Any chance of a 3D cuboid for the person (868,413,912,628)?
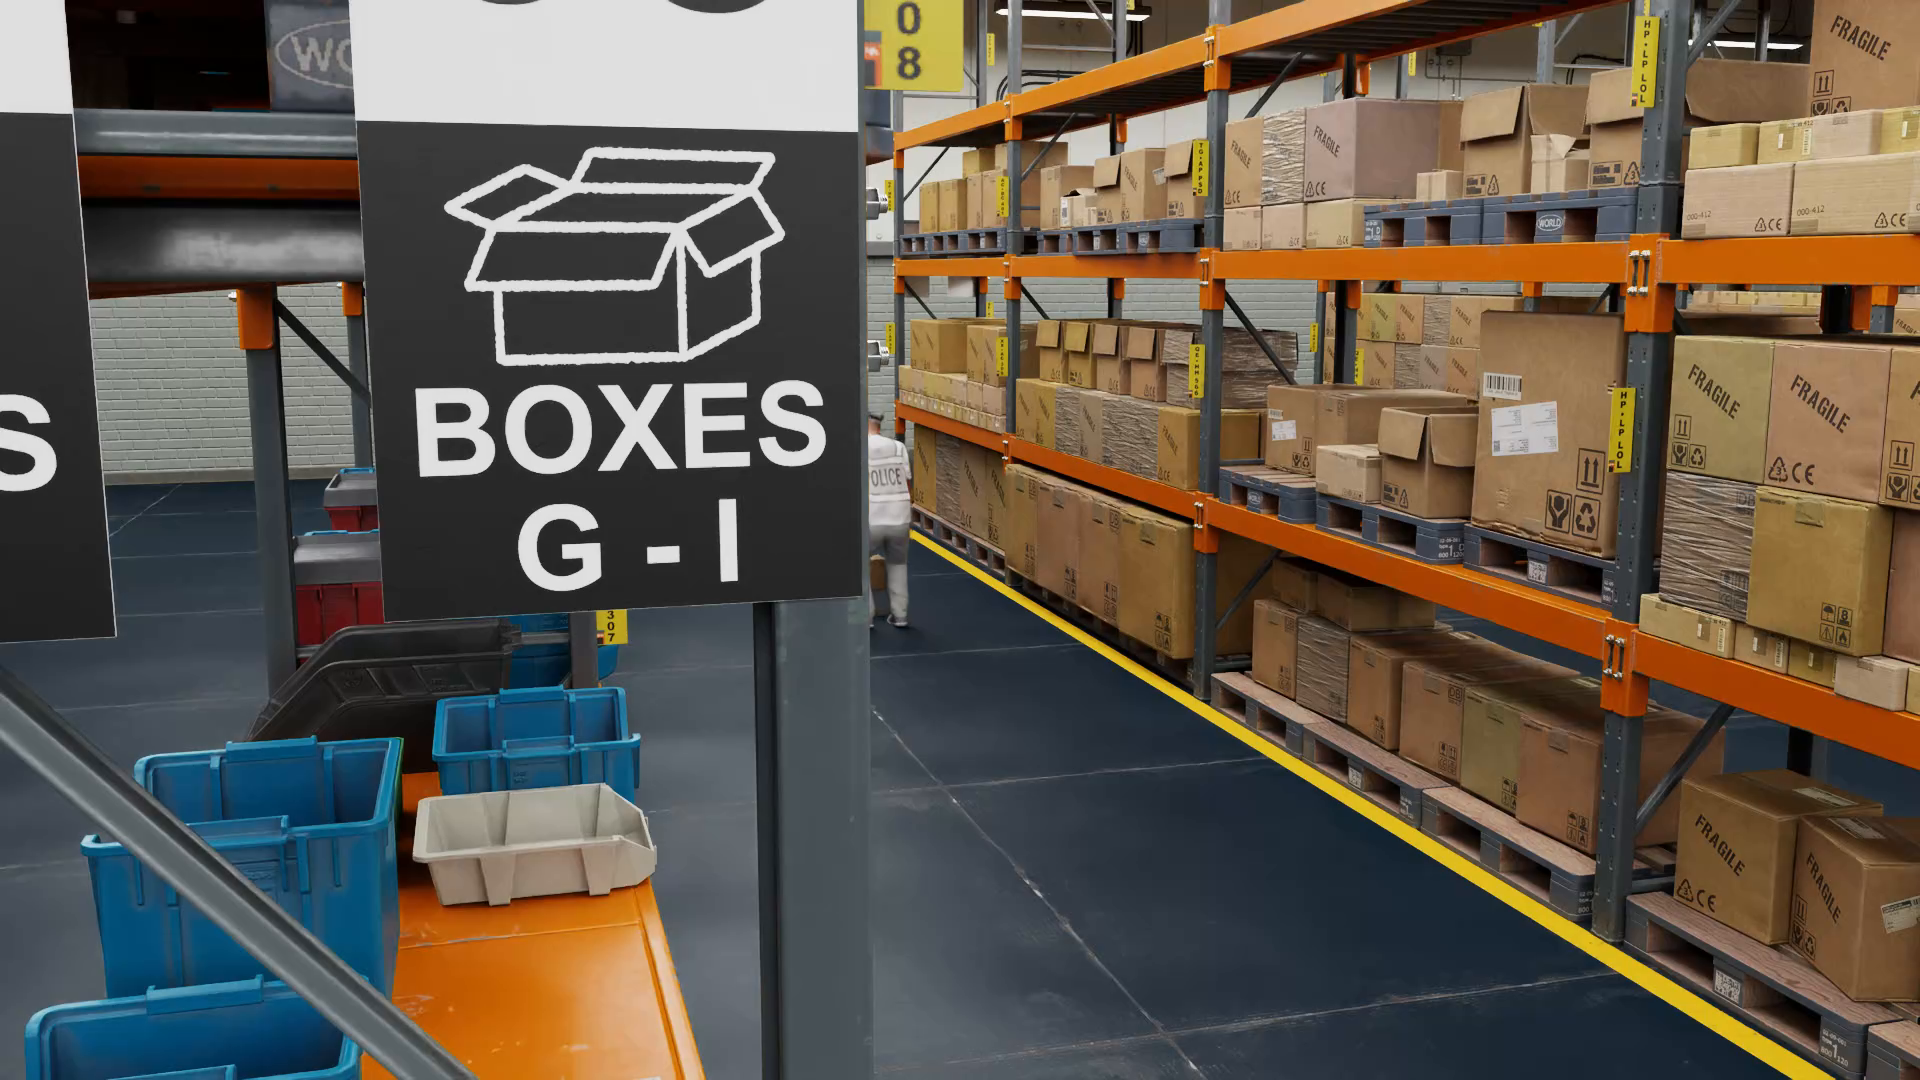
[{"bbox_3d":[-0.646,-0.143,12.654,0.575,1.633,0.609,-2,10,-15],"label":"person"}]
